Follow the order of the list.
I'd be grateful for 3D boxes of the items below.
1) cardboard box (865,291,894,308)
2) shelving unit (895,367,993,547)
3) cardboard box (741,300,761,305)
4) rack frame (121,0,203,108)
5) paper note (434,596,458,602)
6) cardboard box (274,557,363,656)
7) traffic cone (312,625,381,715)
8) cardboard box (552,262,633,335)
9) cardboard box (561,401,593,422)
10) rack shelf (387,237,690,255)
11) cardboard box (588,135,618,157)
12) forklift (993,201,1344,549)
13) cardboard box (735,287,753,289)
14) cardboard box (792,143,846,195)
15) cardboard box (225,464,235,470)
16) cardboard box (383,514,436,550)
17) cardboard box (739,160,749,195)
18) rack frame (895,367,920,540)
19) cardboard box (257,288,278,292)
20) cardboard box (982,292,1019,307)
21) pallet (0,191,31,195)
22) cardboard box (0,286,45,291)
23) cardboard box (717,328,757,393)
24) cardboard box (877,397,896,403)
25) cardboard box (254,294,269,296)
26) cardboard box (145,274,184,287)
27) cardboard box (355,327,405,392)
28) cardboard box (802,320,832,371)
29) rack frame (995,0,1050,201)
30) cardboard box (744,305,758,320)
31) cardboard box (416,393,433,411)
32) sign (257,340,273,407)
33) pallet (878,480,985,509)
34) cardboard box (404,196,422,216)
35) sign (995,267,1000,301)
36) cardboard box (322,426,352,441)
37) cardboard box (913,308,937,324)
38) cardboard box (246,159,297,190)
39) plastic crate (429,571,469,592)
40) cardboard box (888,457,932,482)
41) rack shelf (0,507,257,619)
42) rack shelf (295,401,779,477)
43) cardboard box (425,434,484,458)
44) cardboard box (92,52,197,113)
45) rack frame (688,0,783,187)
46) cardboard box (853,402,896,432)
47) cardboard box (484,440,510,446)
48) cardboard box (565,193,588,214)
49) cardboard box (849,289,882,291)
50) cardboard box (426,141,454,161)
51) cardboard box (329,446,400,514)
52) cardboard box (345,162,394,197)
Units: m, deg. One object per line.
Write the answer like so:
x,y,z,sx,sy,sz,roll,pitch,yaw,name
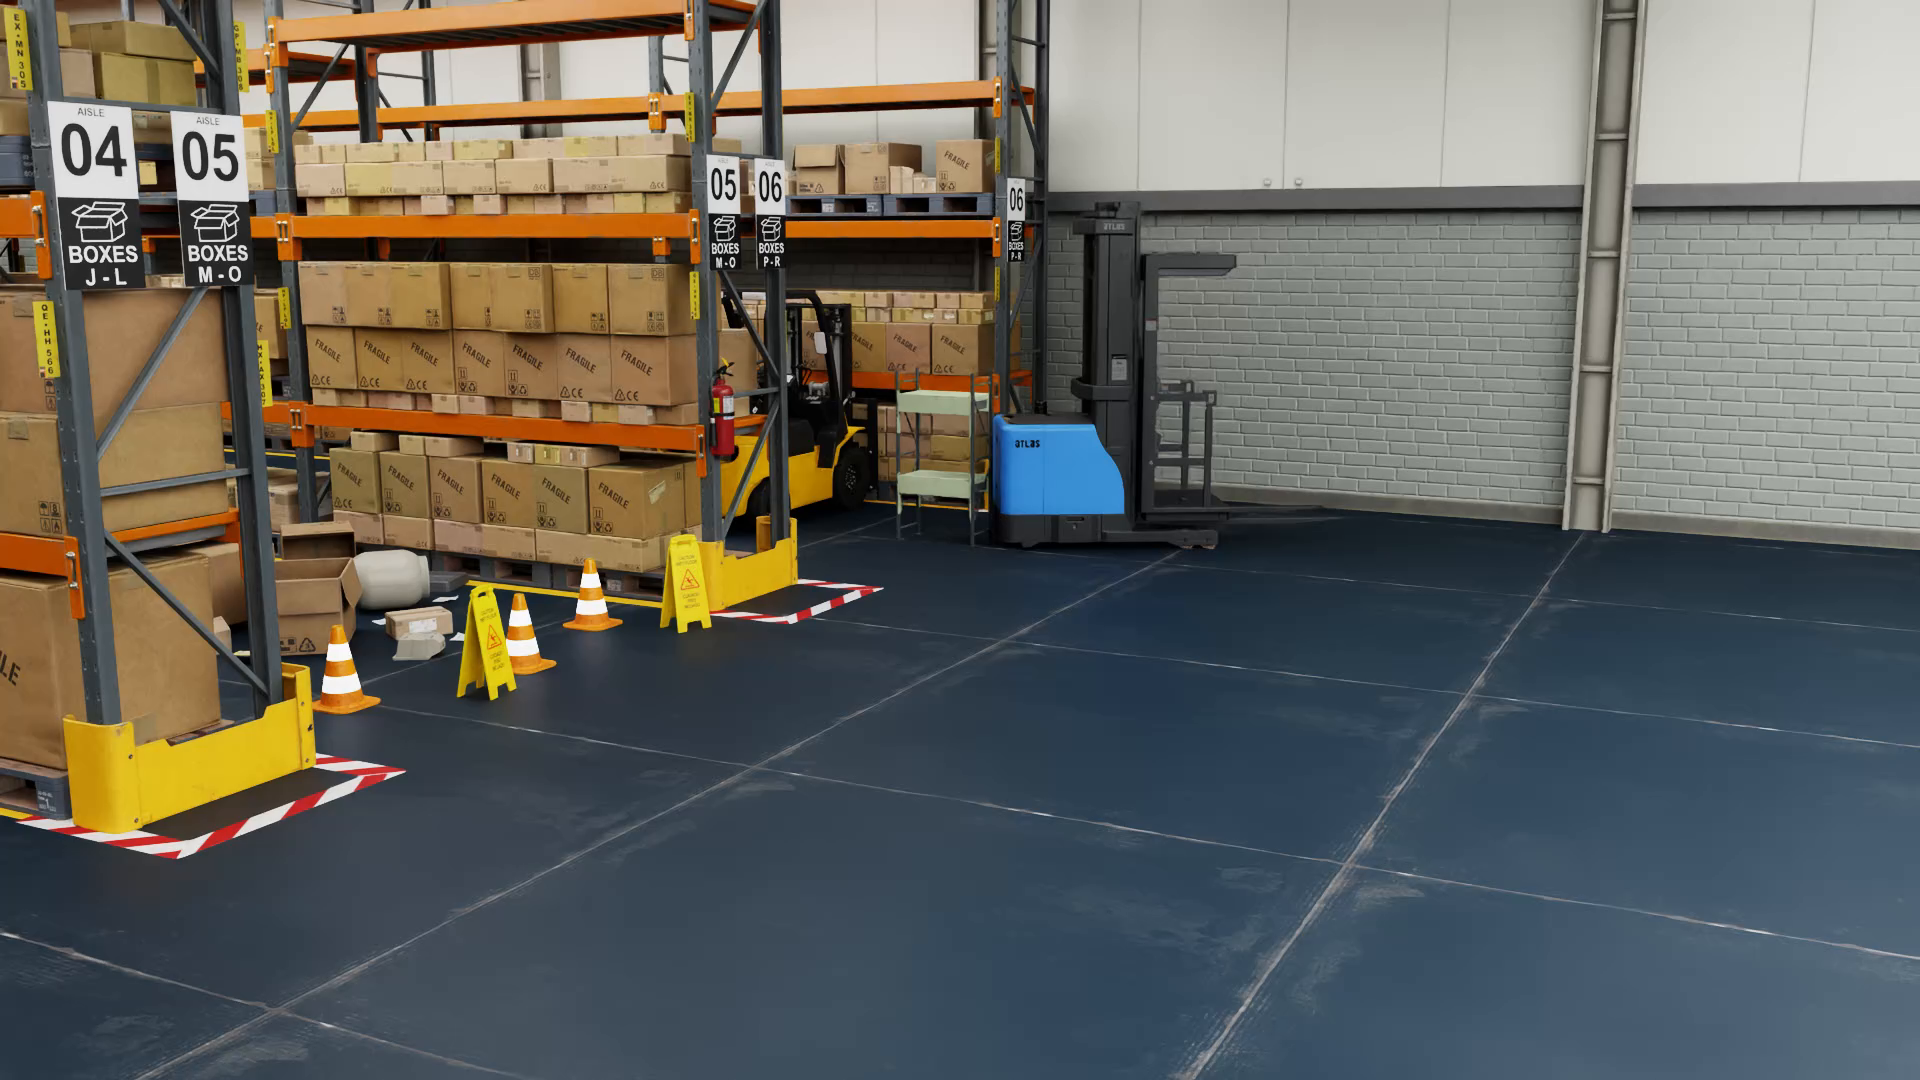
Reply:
-0.756,-2.429,16.792,0.250,0.149,0.380,5,12,27,cardboard box
-0.135,-0.737,14.590,0.755,1.500,0.431,5,11,26,shelving unit
-2.127,-2.551,17.464,0.250,0.149,0.380,5,12,27,cardboard box
-10.149,-5.752,21.247,0.127,3.000,1.000,5,11,26,rack frame
-3.796,0.430,12.269,0.148,0.019,0.142,1,10,6,paper note
-4.276,0.433,10.927,0.637,0.503,0.797,-2,11,-14,cardboard box
-3.528,0.716,9.472,0.334,0.463,0.336,5,11,26,traffic cone
-2.586,-1.796,12.307,0.500,0.500,0.700,5,11,26,cardboard box
-2.751,-0.975,12.399,0.250,0.149,0.380,5,12,27,cardboard box
-4.768,-3.450,18.965,4.000,0.370,1.077,5,11,26,rack shelf
-2.465,-2.830,11.986,0.250,0.149,0.380,5,11,25,cardboard box
1.823,-1.457,14.550,3.031,2.935,1.130,-1,10,-3,forklift
-2.348,-2.681,18.186,0.250,0.149,0.380,5,11,24,cardboard box
-1.274,-3.782,17.034,0.637,0.503,0.797,5,12,28,cardboard box
-6.909,-0.442,14.950,0.625,0.372,0.950,5,12,28,cardboard box
-4.274,-0.101,13.406,0.500,0.250,0.500,6,12,29,cardboard box
-1.913,-2.693,12.348,0.500,0.250,0.500,5,11,25,cardboard box
-0.462,-0.766,14.752,0.023,1.500,0.400,5,11,26,rack frame
-8.646,-2.880,20.759,0.500,0.500,0.700,5,11,26,cardboard box
0.406,-2.430,16.798,0.250,0.149,0.380,5,11,25,cardboard box
-5.448,-1.848,8.347,1.213,0.211,1.003,5,11,26,pallet
-4.530,-0.932,8.006,0.550,0.550,0.875,5,11,26,cardboard box
-1.882,-1.339,12.590,0.500,0.500,0.500,5,11,25,cardboard box
-0.628,-1.348,17.492,0.500,0.250,0.500,5,11,25,cardboard box
-6.128,-1.818,14.056,0.500,0.500,0.500,5,11,26,cardboard box
-7.163,-2.330,15.064,0.250,0.149,0.380,4,11,23,cardboard box
-4.436,-1.458,13.245,0.500,0.500,0.500,5,11,26,cardboard box
-1.321,-2.021,17.196,0.500,0.500,0.500,5,11,26,cardboard box
0.613,-4.807,16.022,0.127,3.000,1.000,5,11,26,rack frame
-2.138,-2.404,17.487,0.250,0.149,0.380,5,12,27,cardboard box
-4.066,-1.109,13.138,0.250,0.149,0.380,5,11,26,cardboard box
-3.429,-0.816,8.165,0.005,0.325,0.100,5,11,26,sign
-0.092,-0.536,17.100,1.213,0.211,1.003,5,11,26,pallet
-4.074,-2.585,12.875,0.250,0.149,0.380,5,11,24,cardboard box
0.360,-2.456,15.959,0.005,0.325,0.100,5,11,26,sign
-7.480,-1.502,20.446,0.500,0.500,0.500,5,11,25,cardboard box
-0.270,-2.251,16.645,0.250,0.149,0.380,5,12,27,cardboard box
-5.755,-3.009,13.751,0.500,0.250,0.500,5,11,25,cardboard box
-4.122,0.314,12.769,0.583,0.080,0.402,1,10,6,plastic crate
-0.390,-0.736,16.914,0.500,0.250,0.500,5,11,26,cardboard box
-5.473,-0.067,8.697,4.000,0.370,1.077,5,11,26,rack shelf
-3.374,-0.865,13.109,4.000,0.370,1.077,5,11,26,rack shelf
-3.968,-0.749,13.059,0.250,0.149,0.380,6,12,29,cardboard box
-3.999,-2.147,7.872,0.500,0.250,0.500,5,11,26,cardboard box
-1.580,-4.014,11.640,0.127,3.000,1.000,5,11,26,rack frame
-0.856,-1.264,17.028,0.500,0.250,0.500,5,11,27,cardboard box
-4.061,-0.556,13.816,0.500,0.500,0.500,5,12,27,cardboard box
-2.683,-2.469,12.232,0.250,0.149,0.380,5,11,26,cardboard box
-0.968,-2.557,17.496,0.250,0.149,0.380,5,11,26,cardboard box
-3.837,-2.951,12.656,0.250,0.149,0.380,5,11,25,cardboard box
-4.758,-0.510,13.561,0.500,0.500,0.500,6,12,29,cardboard box
-4.427,-2.808,12.986,0.500,0.250,0.500,5,11,25,cardboard box
